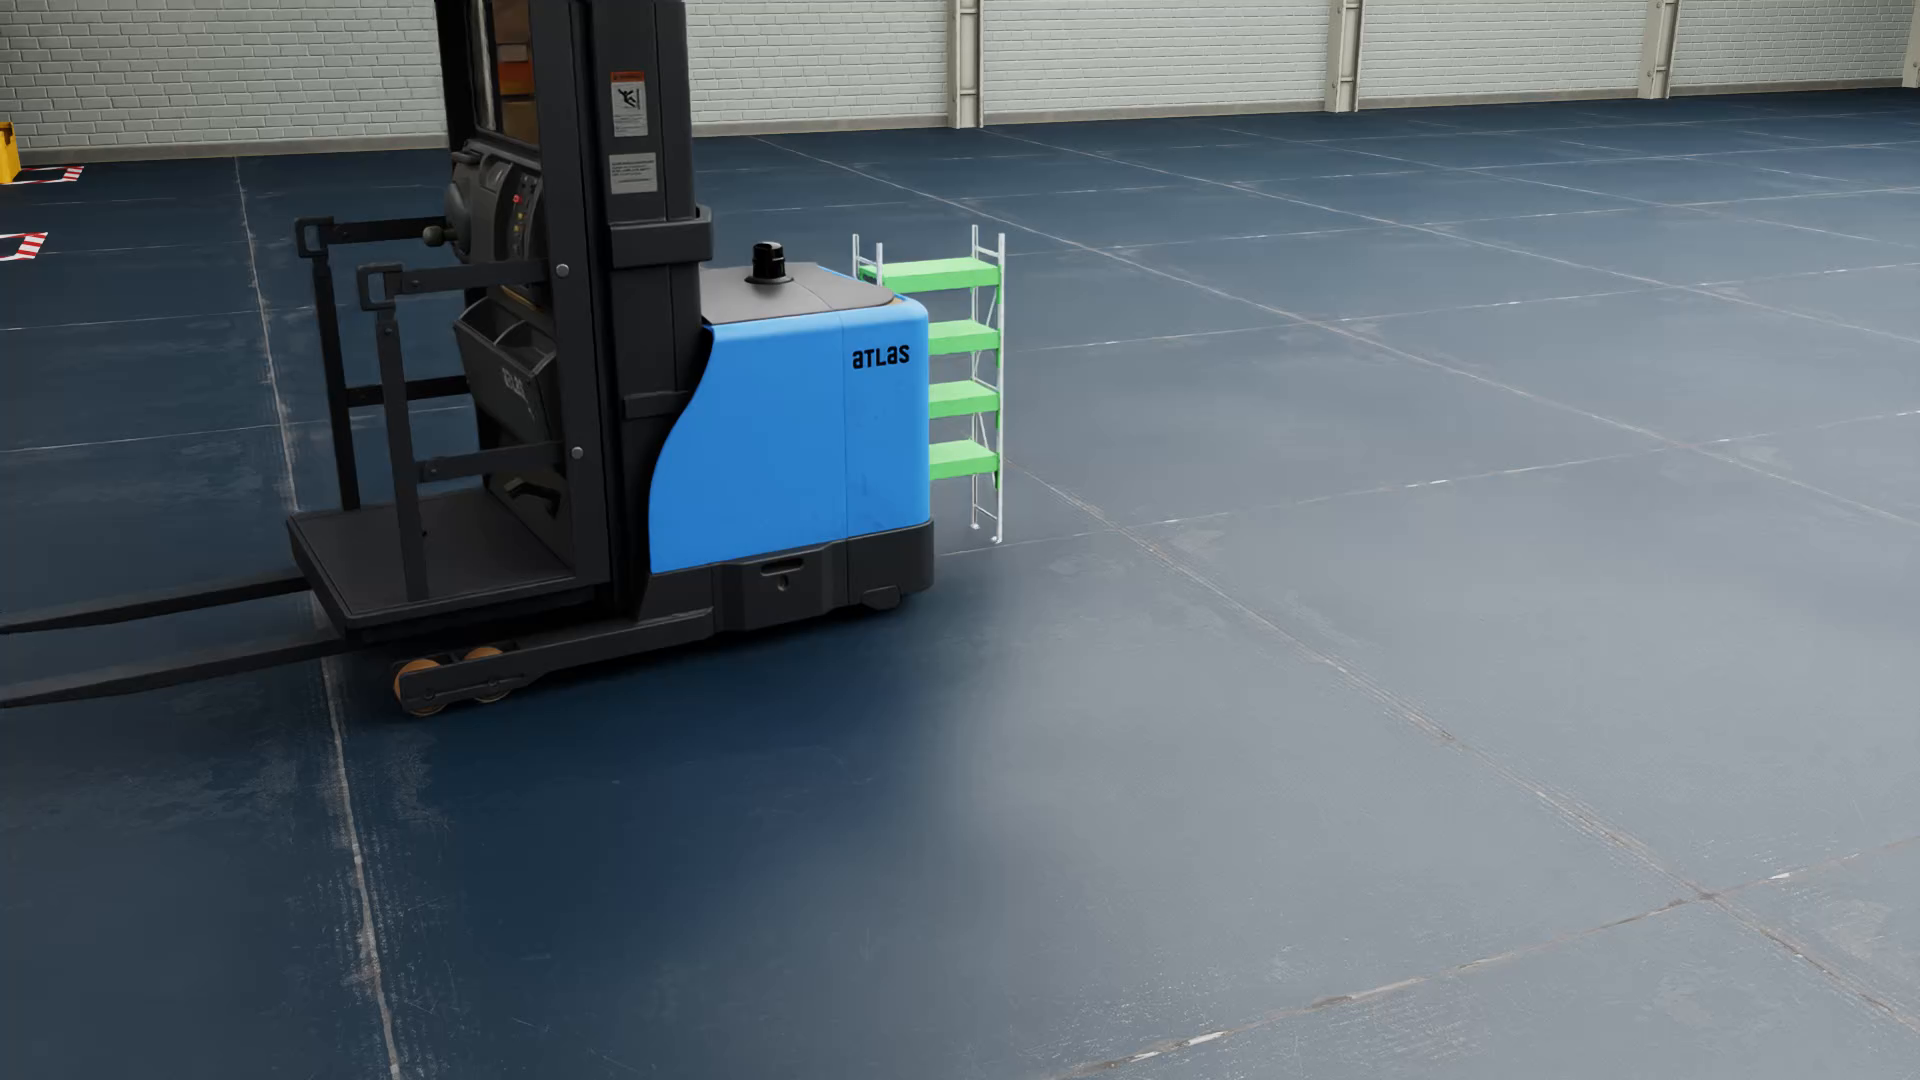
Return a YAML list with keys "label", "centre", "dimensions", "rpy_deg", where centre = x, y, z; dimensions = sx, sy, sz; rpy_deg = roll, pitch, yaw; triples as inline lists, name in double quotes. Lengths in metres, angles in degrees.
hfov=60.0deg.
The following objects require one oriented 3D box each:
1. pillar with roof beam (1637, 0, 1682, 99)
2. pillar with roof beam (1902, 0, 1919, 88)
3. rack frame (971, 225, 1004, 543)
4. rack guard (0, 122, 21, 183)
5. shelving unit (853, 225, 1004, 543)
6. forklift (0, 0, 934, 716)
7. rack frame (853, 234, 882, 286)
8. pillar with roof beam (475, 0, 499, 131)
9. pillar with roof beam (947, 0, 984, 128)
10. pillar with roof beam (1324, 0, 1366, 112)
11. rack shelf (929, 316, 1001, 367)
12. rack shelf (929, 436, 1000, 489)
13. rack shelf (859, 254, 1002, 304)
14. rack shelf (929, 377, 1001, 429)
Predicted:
- label: "pillar with roof beam"
  centre: [12.795, -10.014, 21.414]
  dimensions: [0.400, 9.000, 9.100]
  rpy_deg: [-8, 21, -22]
- label: "pillar with roof beam"
  centre: [18.304, -10.804, 23.656]
  dimensions: [0.400, 9.000, 9.100]
  rpy_deg: [-8, 21, -22]
- label: "rack frame"
  centre: [0.104, -0.591, 6.393]
  dimensions: [0.015, 1.200, 0.240]
  rpy_deg: [-9, 21, -24]
- label: "rack guard"
  centre: [-9.929, -3.981, 17.076]
  dimensions: [0.348, 0.500, 1.175]
  rpy_deg: [-8, 21, -22]
- label: "shelving unit"
  centre: [-0.116, -0.555, 6.292]
  dimensions: [0.503, 1.200, 0.258]
  rpy_deg: [-9, 21, -24]
- label: "forklift"
  centre: [-1.625, -1.052, 5.097]
  dimensions: [3.031, 2.935, 1.130]
  rpy_deg: [-11, 22, -28]
- label: "rack frame"
  centre: [-0.335, -0.520, 6.192]
  dimensions: [0.015, 1.200, 0.240]
  rpy_deg: [-9, 21, -24]
- label: "pillar with roof beam"
  centre: [-3.733, -7.646, 14.689]
  dimensions: [0.400, 9.000, 9.100]
  rpy_deg: [-8, 21, -22]
- label: "pillar with roof beam"
  centre: [1.777, -8.436, 16.931]
  dimensions: [0.400, 9.000, 9.100]
  rpy_deg: [-8, 21, -22]
- label: "pillar with roof beam"
  centre: [7.286, -9.225, 19.173]
  dimensions: [0.400, 9.000, 9.100]
  rpy_deg: [-8, 21, -22]
- label: "rack shelf"
  centre: [-0.116, -0.721, 6.234]
  dimensions: [0.480, 0.148, 0.258]
  rpy_deg: [-9, 21, -24]
- label: "rack shelf"
  centre: [-0.116, -0.269, 6.393]
  dimensions: [0.480, 0.148, 0.258]
  rpy_deg: [-9, 21, -24]
- label: "rack shelf"
  centre: [-0.116, -0.948, 6.154]
  dimensions: [0.480, 0.148, 0.258]
  rpy_deg: [-9, 21, -24]
- label: "rack shelf"
  centre: [-0.116, -0.495, 6.313]
  dimensions: [0.480, 0.148, 0.258]
  rpy_deg: [-9, 21, -24]
